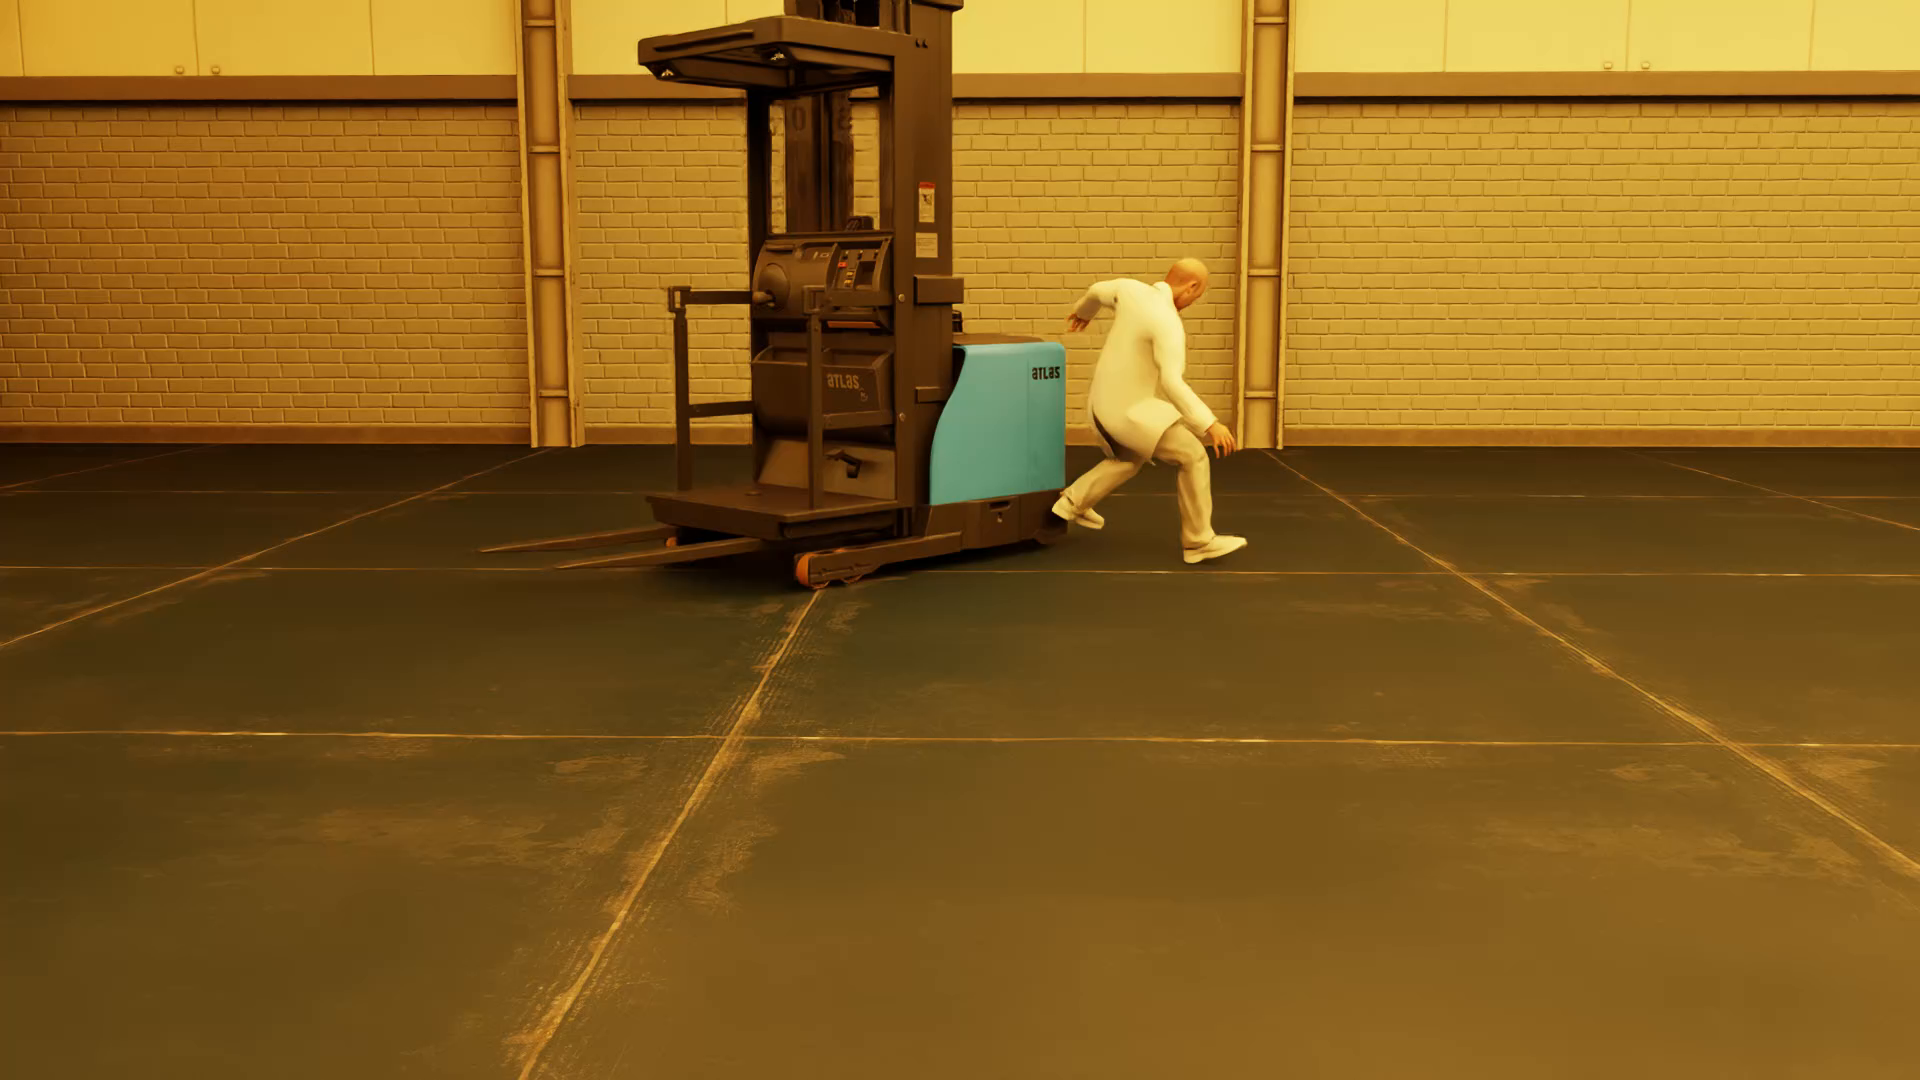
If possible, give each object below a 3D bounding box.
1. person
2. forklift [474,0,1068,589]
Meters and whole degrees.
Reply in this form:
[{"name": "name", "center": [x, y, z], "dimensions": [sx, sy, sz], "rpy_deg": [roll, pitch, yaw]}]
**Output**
[{"name": "person", "center": [0.887, -0.666, 8.455], "dimensions": [0.787, 1.511, 1.232], "rpy_deg": [-2, 9, -14]}, {"name": "forklift", "center": [-0.820, -1.312, 7.885], "dimensions": [1.130, 2.935, 3.031], "rpy_deg": [8, 12, 44]}]
